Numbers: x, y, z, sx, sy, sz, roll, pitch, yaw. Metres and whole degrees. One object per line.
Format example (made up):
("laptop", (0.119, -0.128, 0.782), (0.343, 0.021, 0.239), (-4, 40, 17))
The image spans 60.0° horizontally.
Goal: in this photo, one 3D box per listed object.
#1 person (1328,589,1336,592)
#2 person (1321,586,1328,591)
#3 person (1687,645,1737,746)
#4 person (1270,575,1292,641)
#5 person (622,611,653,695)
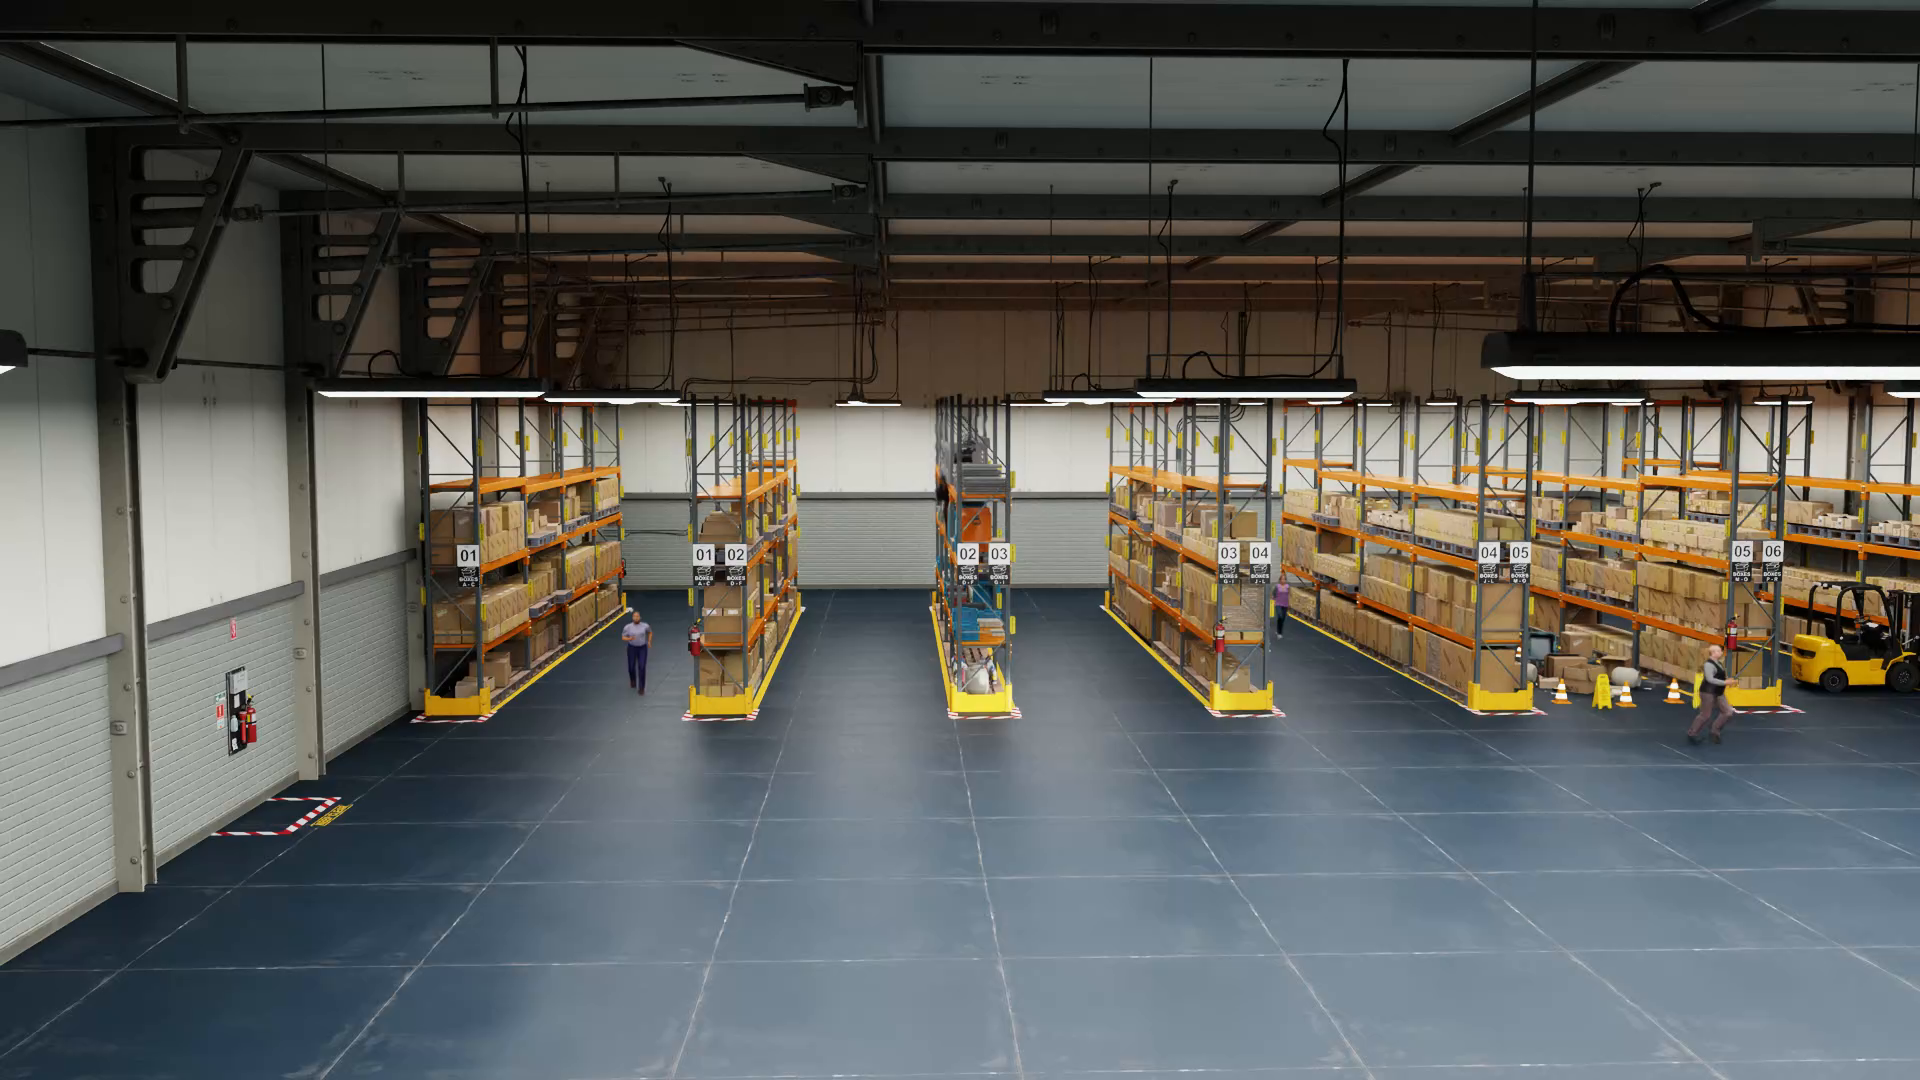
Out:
("person", (10.853, 1.064, 48.285), (0.899, 1.786, 0.673), (4, 6, 41))
("person", (10.796, 0.985, 48.873), (0.704, 1.824, 0.613), (0, 5, -6))
("person", (12.805, 2.648, 28.257), (0.621, 1.741, 0.803), (-4, 6, -42))
("person", (8.002, 1.674, 41.380), (0.517, 1.639, 0.714), (-1, 5, -8))
("person", (-6.511, 2.257, 33.544), (0.607, 1.610, 0.941), (-1, 5, -9))
